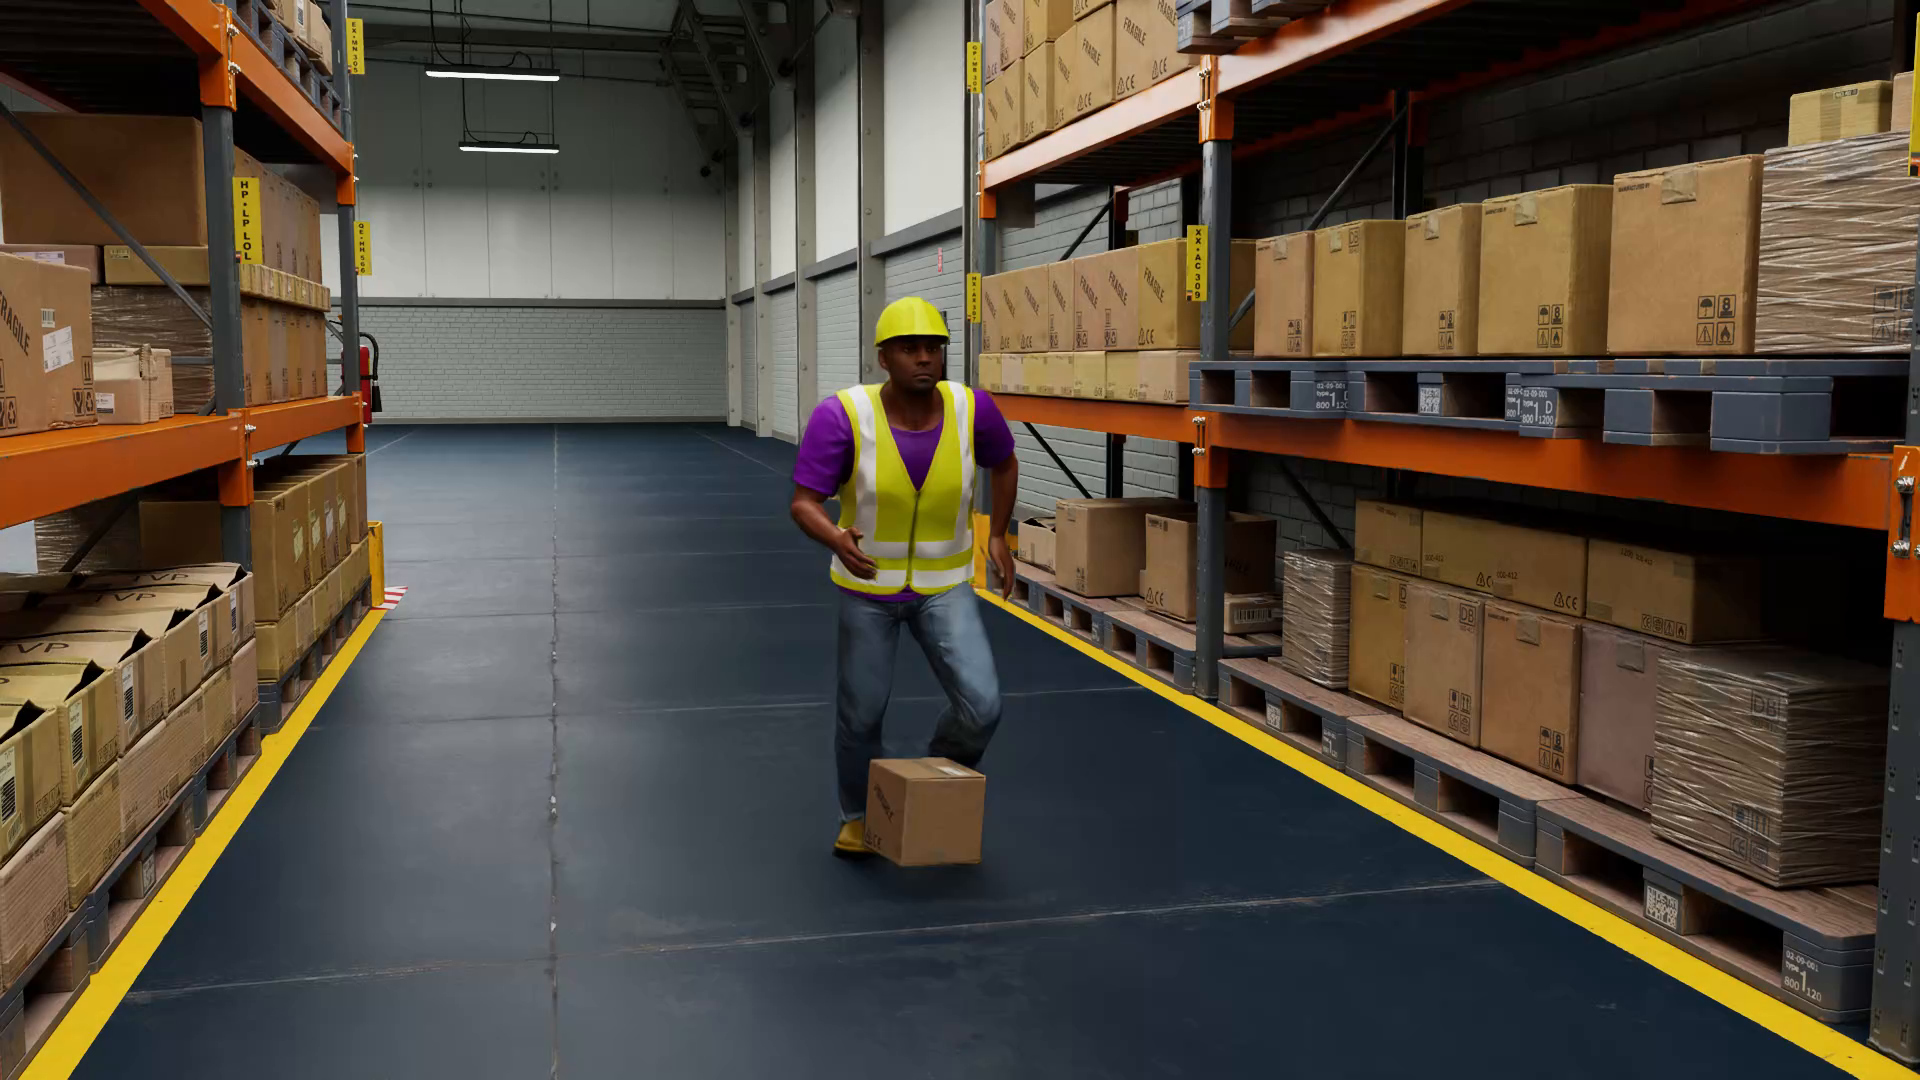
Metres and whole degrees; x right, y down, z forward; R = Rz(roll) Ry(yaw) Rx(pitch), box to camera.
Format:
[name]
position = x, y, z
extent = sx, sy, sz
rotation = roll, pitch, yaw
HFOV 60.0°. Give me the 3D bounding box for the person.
[person]
position = -0.144, 0.141, 4.889
extent = 0.704, 1.689, 0.789
rotation = -1, 6, -9
